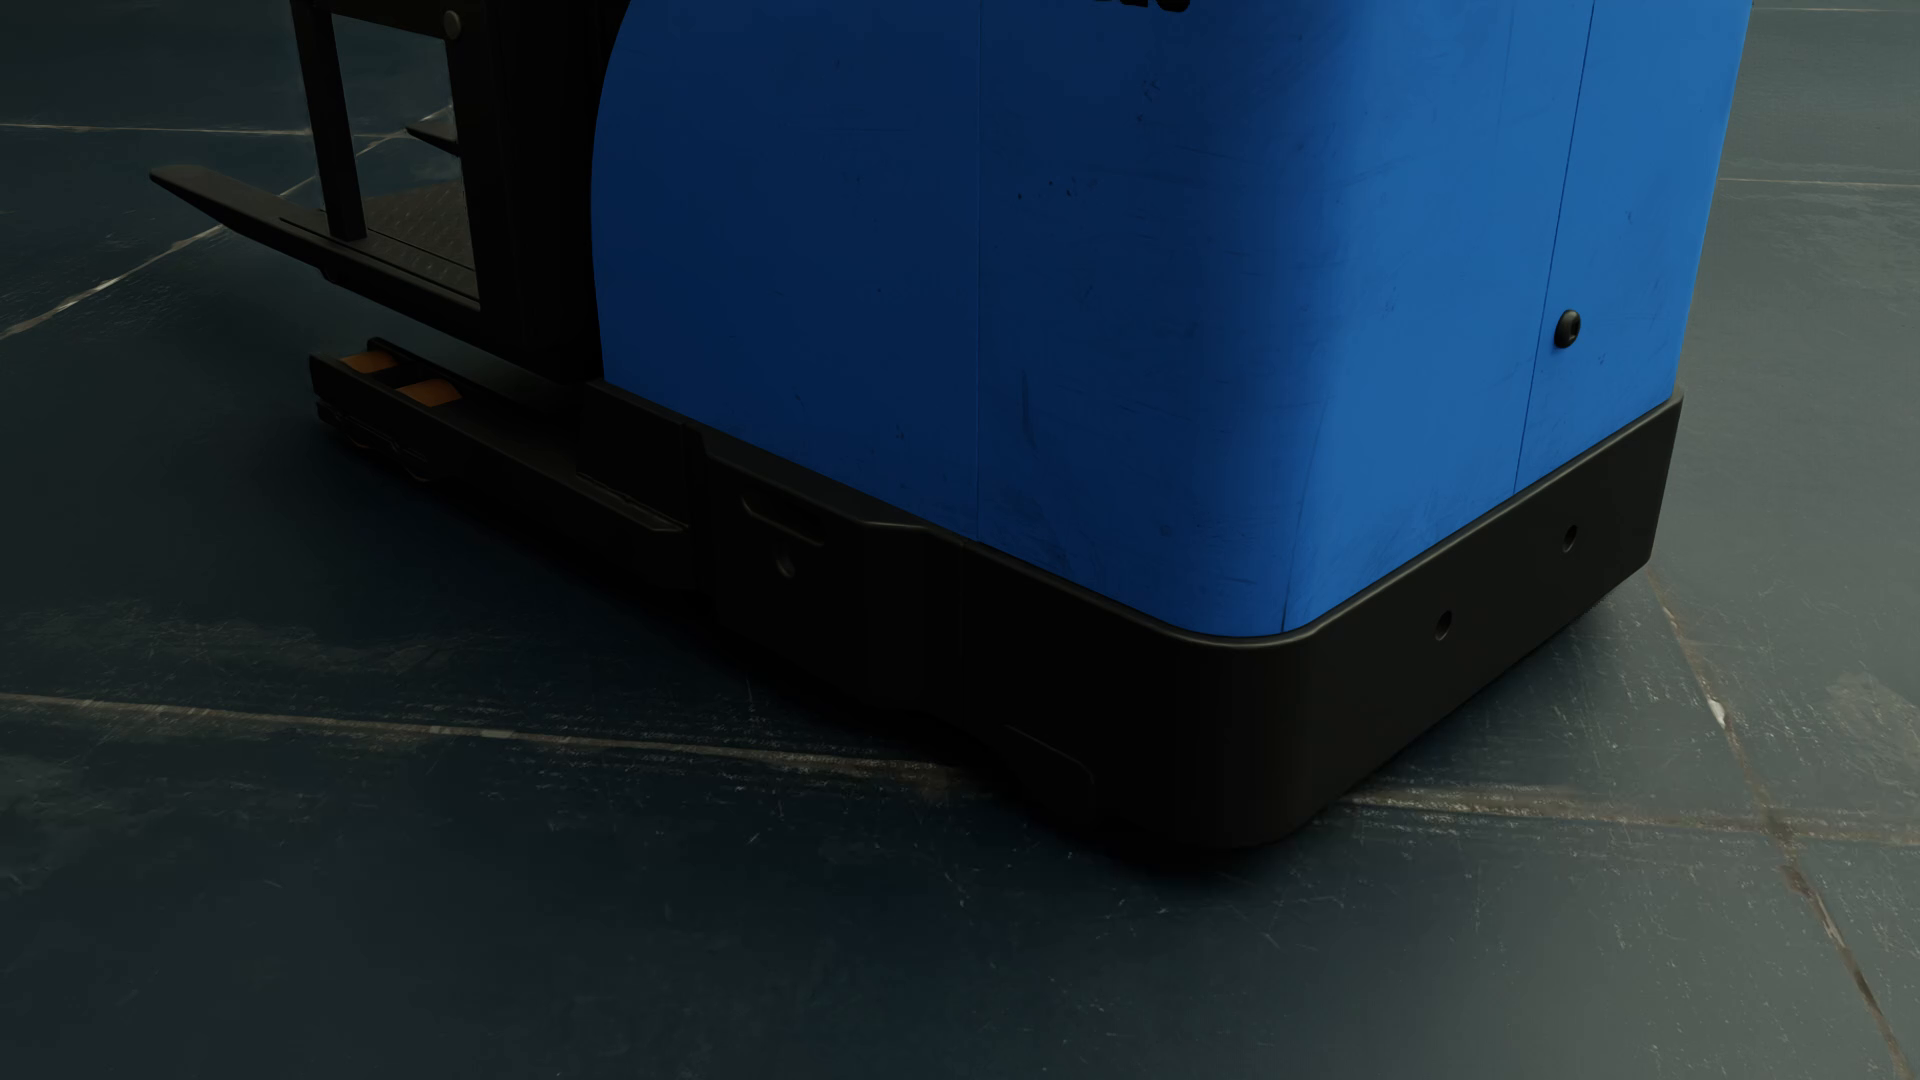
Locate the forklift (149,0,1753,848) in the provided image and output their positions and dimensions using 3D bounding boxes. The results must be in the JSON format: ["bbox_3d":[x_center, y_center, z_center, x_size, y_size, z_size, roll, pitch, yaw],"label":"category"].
[{"bbox_3d":[-0.444,-1.550,2.324,3.031,2.935,1.130,24,35,39],"label":"forklift"}]
